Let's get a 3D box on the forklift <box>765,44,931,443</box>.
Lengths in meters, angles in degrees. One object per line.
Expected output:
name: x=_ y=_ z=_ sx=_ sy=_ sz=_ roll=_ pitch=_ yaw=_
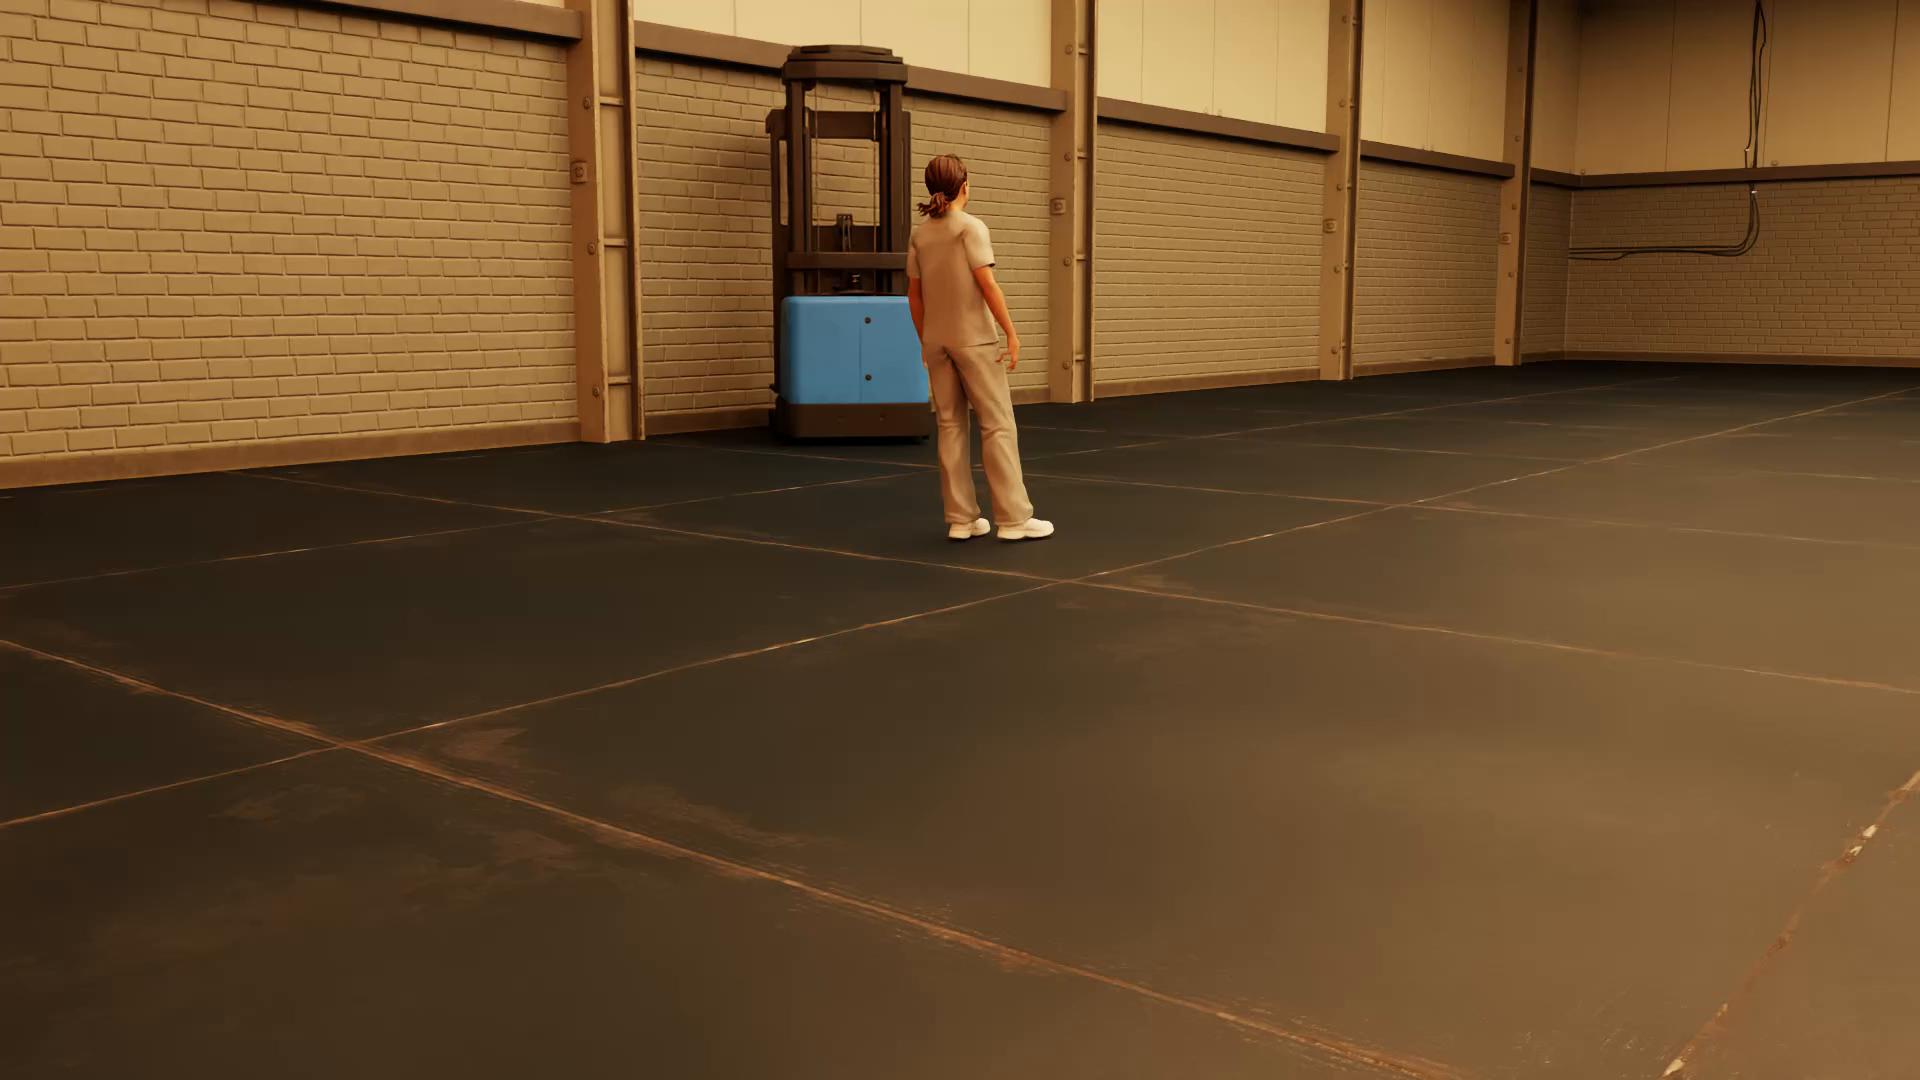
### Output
forklift: x=-0.966 y=-2.339 z=13.265 sx=1.130 sy=2.935 sz=3.031 roll=-1 pitch=8 yaw=-10

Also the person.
person: x=0.057 y=-0.844 z=7.331 sx=0.549 sy=1.673 sz=0.548 roll=7 pitch=11 yaw=38
